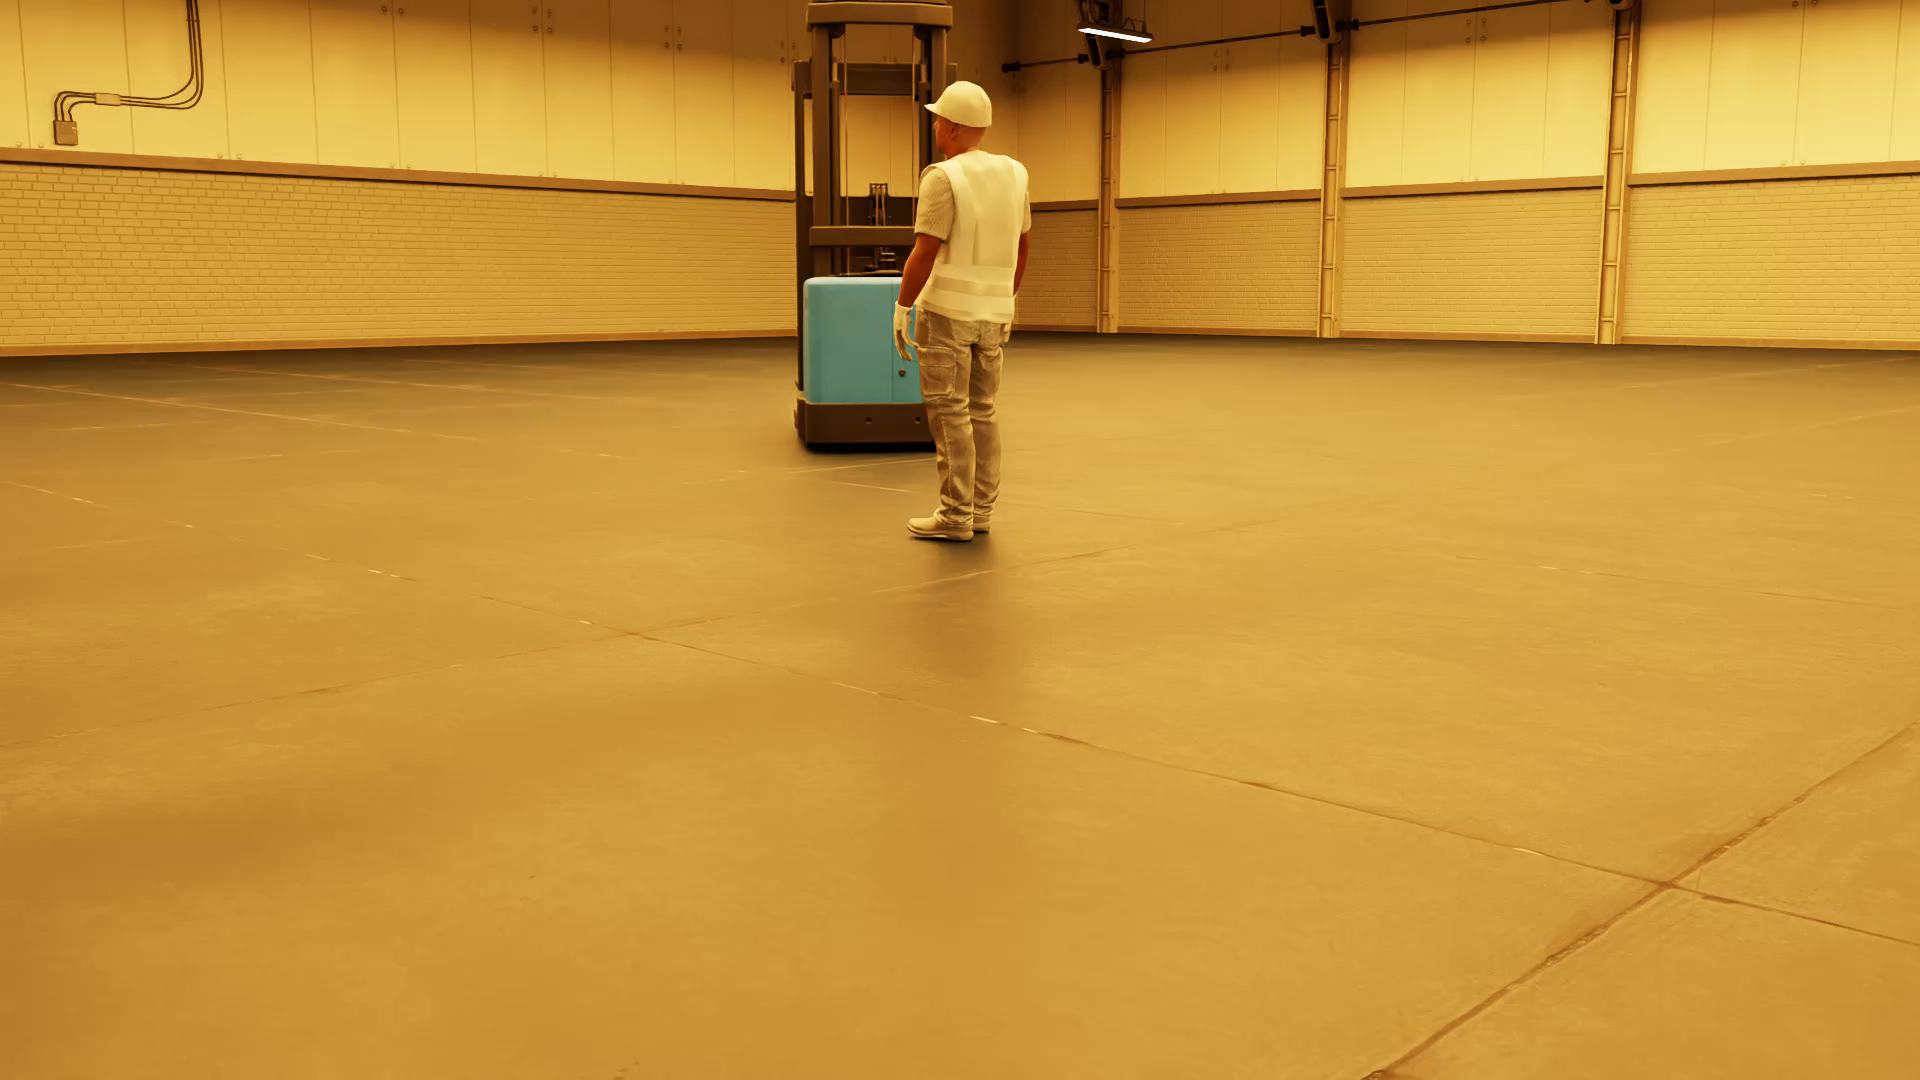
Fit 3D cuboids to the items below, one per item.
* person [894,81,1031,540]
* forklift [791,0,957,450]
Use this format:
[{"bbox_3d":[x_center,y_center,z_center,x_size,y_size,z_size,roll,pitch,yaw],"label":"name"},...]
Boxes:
[{"bbox_3d":[-0.046,-0.898,6.639,0.575,1.785,0.657,8,12,43],"label":"person"},{"bbox_3d":[-0.596,-2.200,11.485,1.130,2.935,3.031,-1,9,-7],"label":"forklift"}]
